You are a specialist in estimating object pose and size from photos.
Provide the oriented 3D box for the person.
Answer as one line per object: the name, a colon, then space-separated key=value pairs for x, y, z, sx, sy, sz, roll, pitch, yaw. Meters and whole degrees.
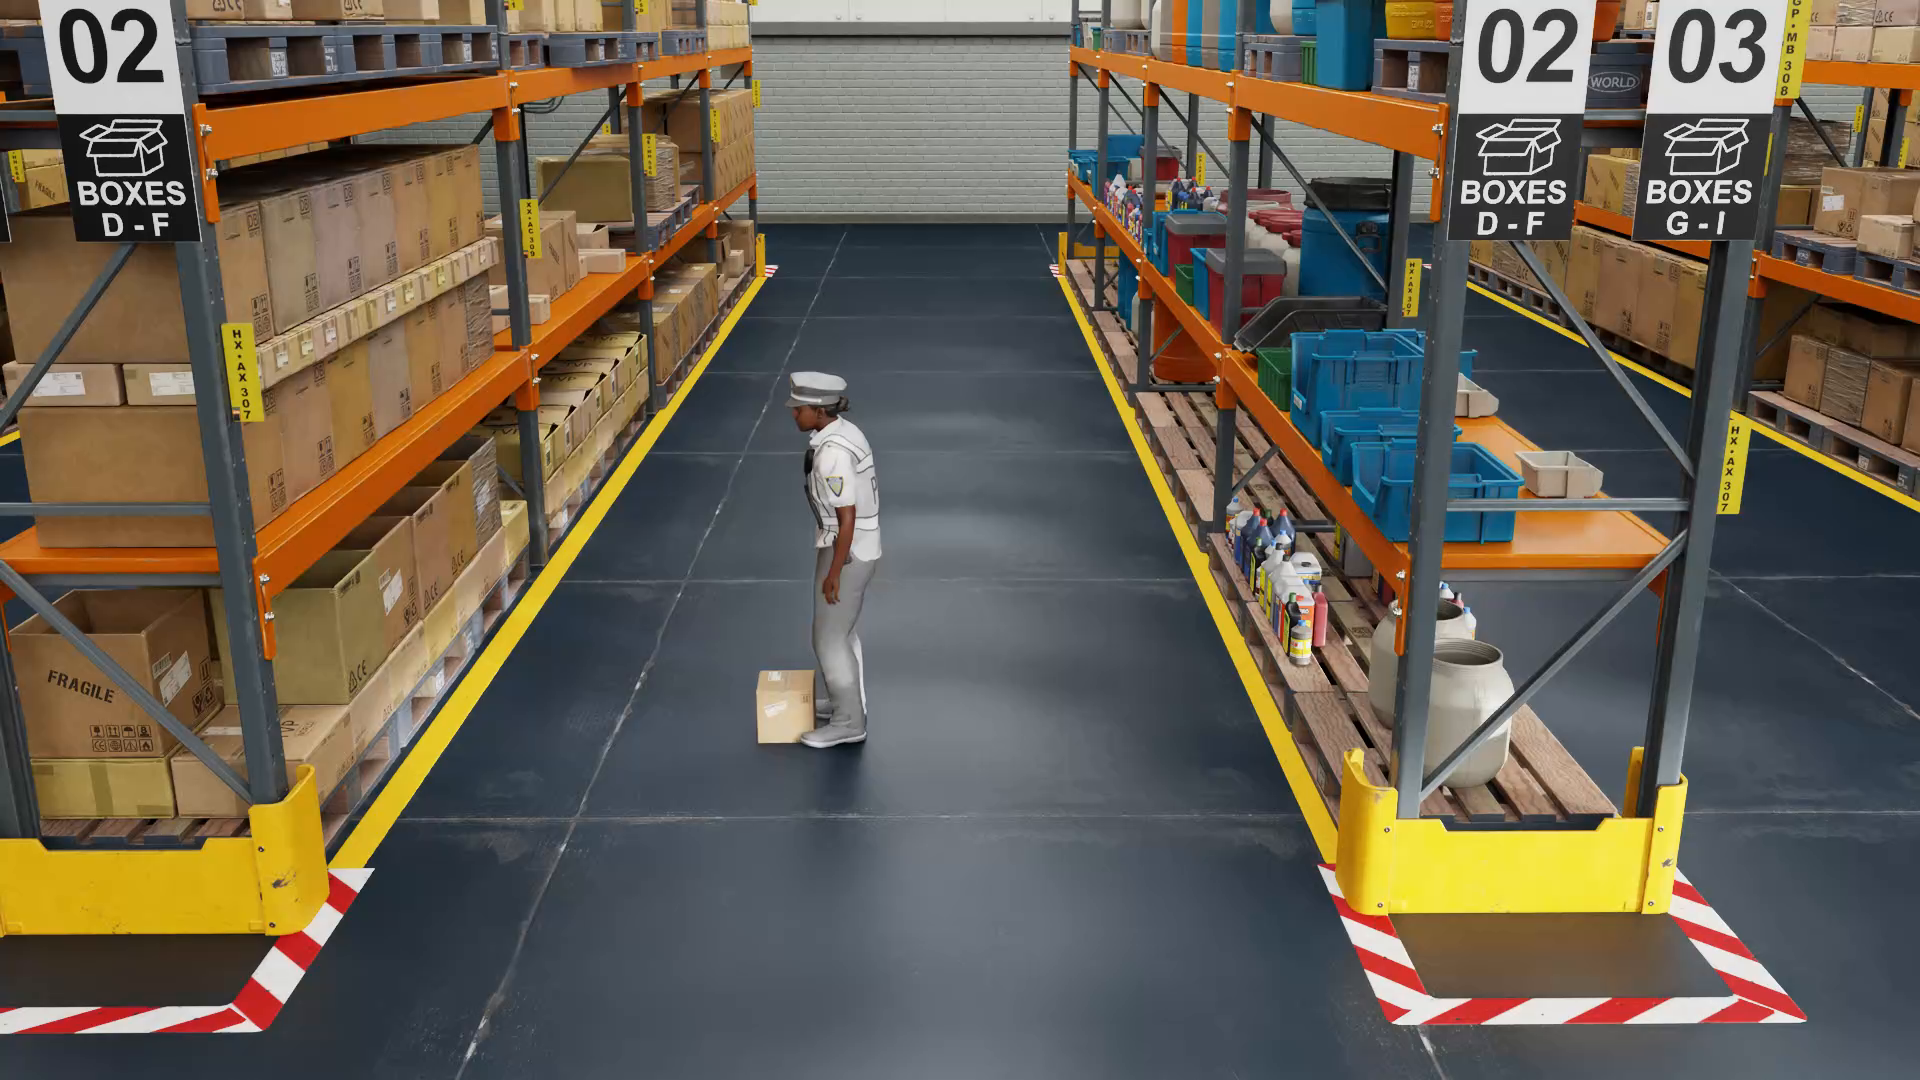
person: x=-0.545 y=0.075 z=7.307 sx=0.397 sy=1.658 sz=0.527 roll=-1 pitch=17 yaw=-4
